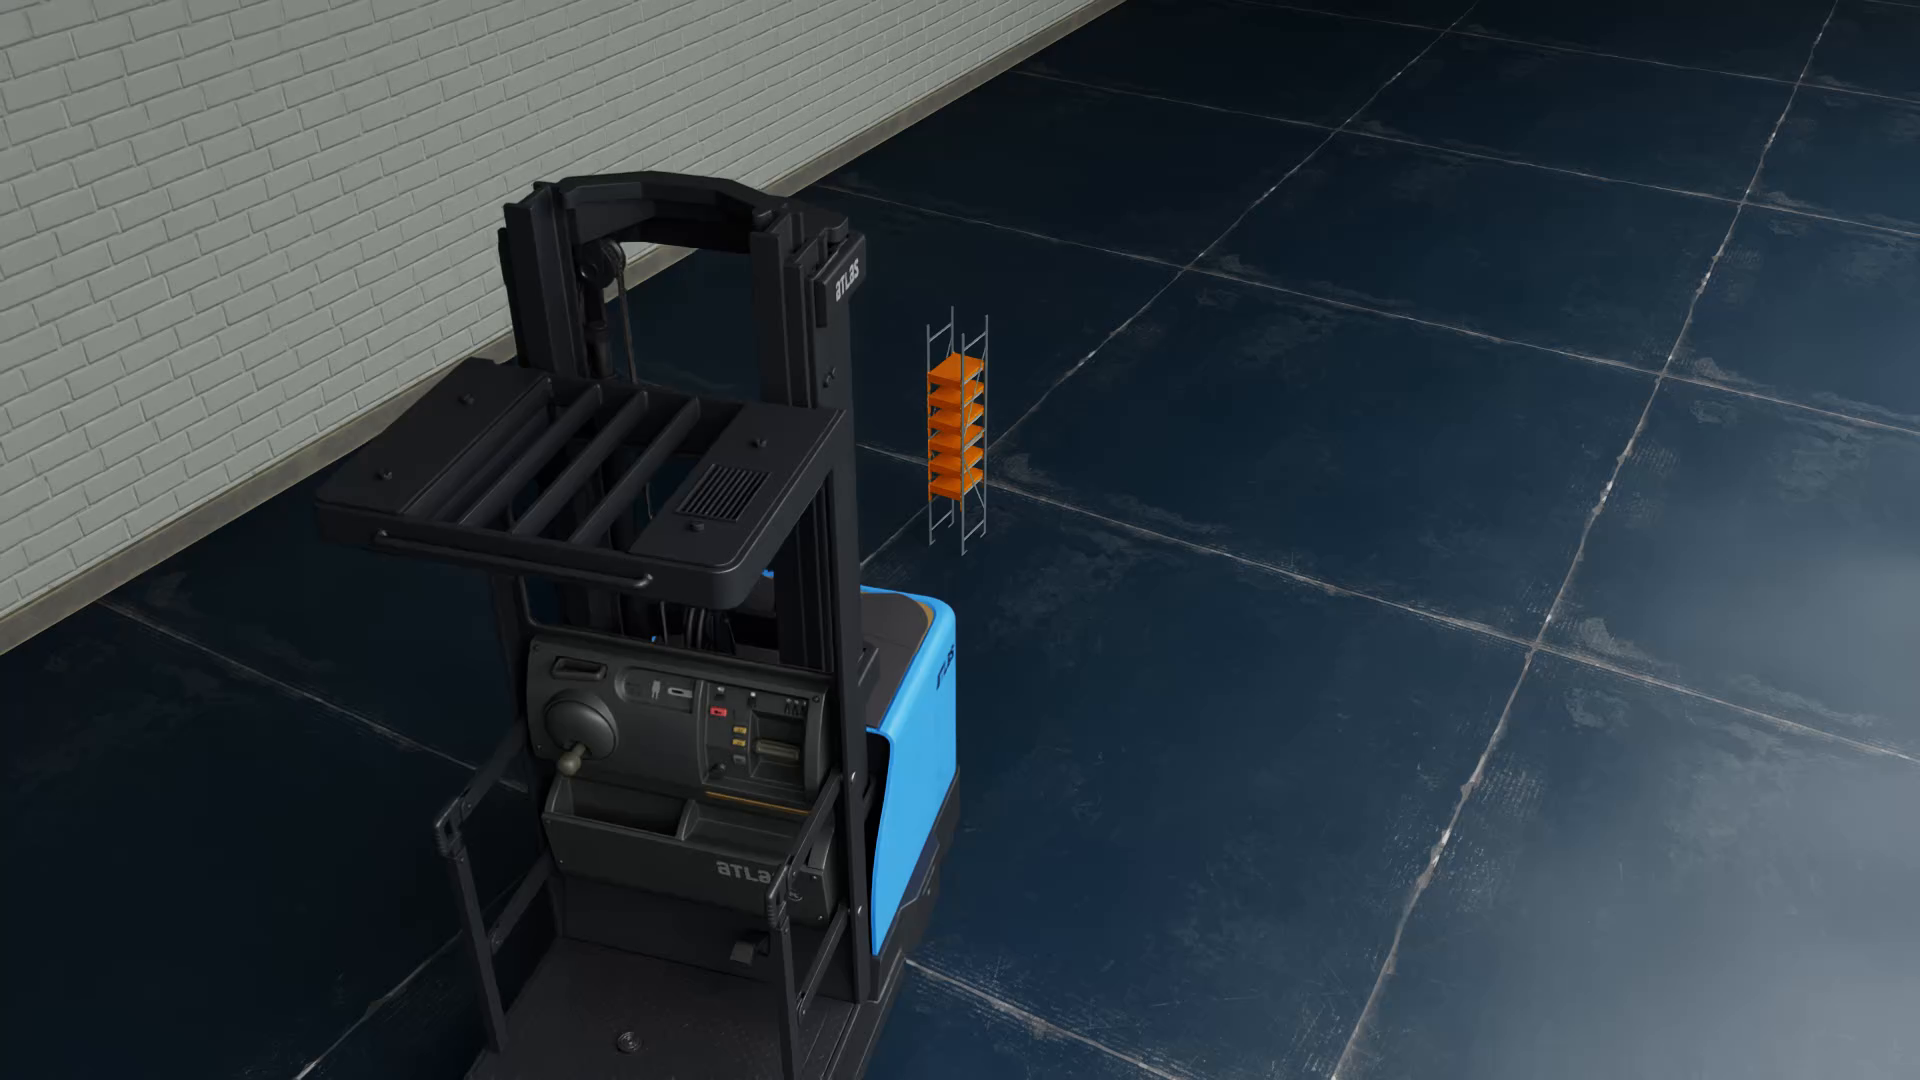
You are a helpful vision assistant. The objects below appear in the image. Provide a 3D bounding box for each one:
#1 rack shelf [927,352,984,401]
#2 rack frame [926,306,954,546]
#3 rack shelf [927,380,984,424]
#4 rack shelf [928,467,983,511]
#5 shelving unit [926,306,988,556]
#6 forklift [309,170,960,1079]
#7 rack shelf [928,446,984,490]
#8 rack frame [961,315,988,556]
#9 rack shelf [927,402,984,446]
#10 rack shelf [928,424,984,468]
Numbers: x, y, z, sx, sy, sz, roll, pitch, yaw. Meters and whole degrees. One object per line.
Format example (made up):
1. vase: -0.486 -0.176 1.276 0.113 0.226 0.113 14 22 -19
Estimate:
1. rack shelf: -0.013 -0.766 7.749 0.180 0.103 0.258 18 37 24
2. rack frame: -0.092 -0.529 7.961 0.006 1.200 0.240 18 37 24
3. rack shelf: -0.013 -0.666 7.815 0.180 0.103 0.258 18 37 24
4. rack shelf: -0.013 -0.267 8.081 0.180 0.103 0.258 18 37 24
5. shelving unit: -0.013 -0.503 7.923 0.189 1.200 0.258 18 37 24
6. forklift: -0.896 0.601 4.703 1.130 2.935 3.031 9 35 13
7. rack shelf: -0.013 -0.367 8.015 0.180 0.103 0.258 18 37 24
8. rack frame: 0.067 -0.478 7.886 0.006 1.200 0.240 18 37 24
9. rack shelf: -0.013 -0.566 7.882 0.180 0.103 0.258 18 37 24
10. rack shelf: -0.013 -0.466 7.948 0.180 0.103 0.258 18 37 24
